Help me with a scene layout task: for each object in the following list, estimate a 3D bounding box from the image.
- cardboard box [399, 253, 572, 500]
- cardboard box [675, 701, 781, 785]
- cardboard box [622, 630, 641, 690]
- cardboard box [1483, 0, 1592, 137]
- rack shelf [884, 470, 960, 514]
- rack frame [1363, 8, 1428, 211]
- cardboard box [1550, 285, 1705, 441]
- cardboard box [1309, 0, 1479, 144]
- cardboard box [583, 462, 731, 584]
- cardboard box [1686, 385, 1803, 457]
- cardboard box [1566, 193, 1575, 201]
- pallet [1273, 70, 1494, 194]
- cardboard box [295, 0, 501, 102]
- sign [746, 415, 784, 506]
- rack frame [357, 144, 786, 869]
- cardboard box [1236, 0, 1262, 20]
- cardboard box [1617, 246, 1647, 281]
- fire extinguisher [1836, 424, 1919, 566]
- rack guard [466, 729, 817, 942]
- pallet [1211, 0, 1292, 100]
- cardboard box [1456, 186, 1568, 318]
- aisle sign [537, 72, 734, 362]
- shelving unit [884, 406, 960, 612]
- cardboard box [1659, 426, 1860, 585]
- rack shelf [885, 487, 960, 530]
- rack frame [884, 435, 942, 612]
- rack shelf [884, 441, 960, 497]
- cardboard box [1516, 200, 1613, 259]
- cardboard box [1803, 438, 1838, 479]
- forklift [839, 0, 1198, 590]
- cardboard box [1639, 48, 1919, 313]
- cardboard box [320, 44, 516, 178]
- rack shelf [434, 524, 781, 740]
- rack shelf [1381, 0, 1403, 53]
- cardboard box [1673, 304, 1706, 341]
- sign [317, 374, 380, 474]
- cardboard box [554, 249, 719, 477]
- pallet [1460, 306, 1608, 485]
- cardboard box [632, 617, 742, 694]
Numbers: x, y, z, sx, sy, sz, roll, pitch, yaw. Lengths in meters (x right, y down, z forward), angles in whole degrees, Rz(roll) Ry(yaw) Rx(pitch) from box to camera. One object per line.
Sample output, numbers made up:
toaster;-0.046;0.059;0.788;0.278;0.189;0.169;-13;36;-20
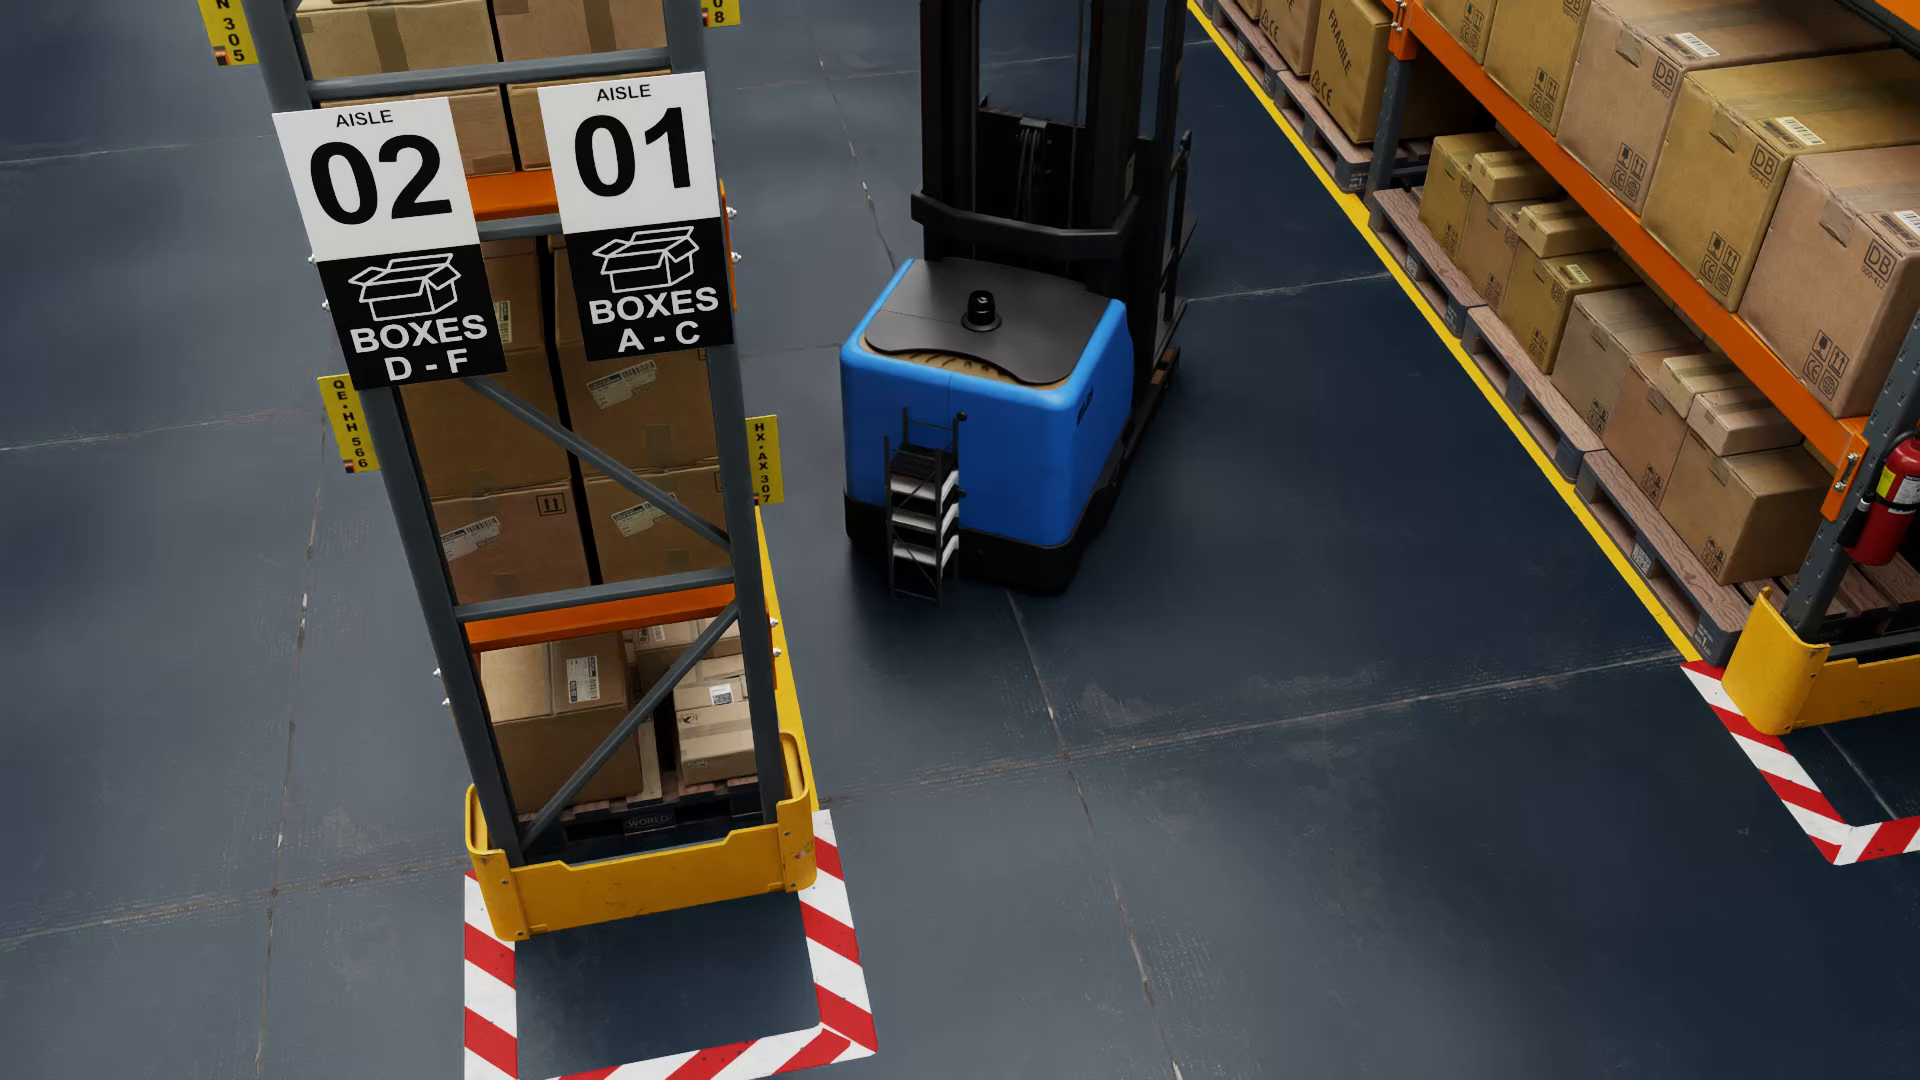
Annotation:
cardboard box;-1.471;-0.489;4.995;0.500;0.500;0.500;-9;42;-10
cardboard box;-0.861;0.752;6.241;0.380;0.149;0.250;-8;42;-9
cardboard box;-1.464;0.474;6.541;0.380;0.166;0.250;-8;42;-9
cardboard box;3.120;-2.418;7.770;0.980;0.700;0.700;-9;42;-10
rack shelf;-0.156;-0.227;6.888;0.258;0.077;0.200;14;43;15
rack frame;2.867;-3.134;8.803;1.000;3.000;0.127;-8;42;-9
cardboard box;3.264;-0.853;7.800;0.700;0.500;0.500;-10;42;-11
cardboard box;2.599;-2.890;9.831;0.750;0.750;0.750;-8;42;-9
cardboard box;-0.944;-0.192;5.413;0.500;0.500;0.500;-8;42;-8
cardboard box;3.276;-0.502;6.916;0.380;0.149;0.250;-9;42;-10
cardboard box;3.264;-1.710;8.276;0.380;0.149;0.250;-10;42;-11
pallet;2.626;-2.580;10.280;1.003;0.211;1.213;-8;42;-9
cardboard box;-1.466;-1.378;4.301;0.500;0.250;0.500;-8;42;-9
sign;-0.576;-0.230;4.880;0.100;0.325;0.005;-8;42;-9
rack frame;-1.106;0.171;5.079;1.000;3.000;0.127;-8;42;-9
cardboard box;2.217;-4.016;11.099;0.750;0.750;0.750;-9;42;-9
cardboard box;3.374;-1.379;7.903;0.380;0.149;0.250;-9;42;-10
fire extinguisher;3.312;-0.209;5.847;0.296;0.674;0.183;-8;42;-9
rack guard;-1.123;1.057;5.965;1.175;0.500;0.348;-8;42;-9
pallet;2.360;-3.373;11.172;1.003;0.211;1.213;-8;42;-9
cardboard box;3.033;-1.531;8.563;0.700;0.500;0.500;-9;42;-10
aisle sign;-0.805;-0.799;4.214;0.394;0.787;0.004;-8;42;-9
shelving unit;-0.156;-0.117;6.986;0.258;0.900;0.210;14;43;15
cardboard box;3.481;-0.203;7.067;0.700;0.500;0.500;-8;42;-9
rack shelf;-0.156;-0.159;6.948;0.258;0.077;0.200;14;43;15
rack frame;-0.191;-0.054;6.914;0.240;0.900;0.006;14;43;15
rack shelf;-0.156;-0.294;6.829;0.258;0.077;0.200;14;43;15
cardboard box;2.936;-1.513;8.054;0.380;0.149;0.250;-9;42;-11
cardboard box;3.703;-0.393;6.793;0.380;0.149;0.250;-8;42;-9
forklift;0.474;-1.871;7.431;1.130;2.935;3.031;14;43;15
cardboard box;3.442;-1.452;6.682;0.980;0.700;0.700;-9;42;-10
cardboard box;-1.474;-1.190;4.466;0.500;0.250;0.500;-8;42;-9
rack shelf;-1.538;-0.856;6.779;1.077;0.370;4.000;-8;42;-9
rack shelf;2.435;-4.161;10.502;1.077;0.370;4.000;-8;42;-9
cardboard box;3.484;-1.048;7.531;0.380;0.149;0.250;-8;42;-9
sign;-1.652;-0.314;4.515;0.100;0.325;0.005;-8;42;-9
cardboard box;-0.944;-0.566;5.081;0.500;0.500;0.500;-7;42;-8
pallet;3.221;-0.795;8.268;1.003;0.211;1.213;-8;42;-9
cardboard box;-1.054;0.318;6.654;0.500;0.250;0.500;-8;42;-9
